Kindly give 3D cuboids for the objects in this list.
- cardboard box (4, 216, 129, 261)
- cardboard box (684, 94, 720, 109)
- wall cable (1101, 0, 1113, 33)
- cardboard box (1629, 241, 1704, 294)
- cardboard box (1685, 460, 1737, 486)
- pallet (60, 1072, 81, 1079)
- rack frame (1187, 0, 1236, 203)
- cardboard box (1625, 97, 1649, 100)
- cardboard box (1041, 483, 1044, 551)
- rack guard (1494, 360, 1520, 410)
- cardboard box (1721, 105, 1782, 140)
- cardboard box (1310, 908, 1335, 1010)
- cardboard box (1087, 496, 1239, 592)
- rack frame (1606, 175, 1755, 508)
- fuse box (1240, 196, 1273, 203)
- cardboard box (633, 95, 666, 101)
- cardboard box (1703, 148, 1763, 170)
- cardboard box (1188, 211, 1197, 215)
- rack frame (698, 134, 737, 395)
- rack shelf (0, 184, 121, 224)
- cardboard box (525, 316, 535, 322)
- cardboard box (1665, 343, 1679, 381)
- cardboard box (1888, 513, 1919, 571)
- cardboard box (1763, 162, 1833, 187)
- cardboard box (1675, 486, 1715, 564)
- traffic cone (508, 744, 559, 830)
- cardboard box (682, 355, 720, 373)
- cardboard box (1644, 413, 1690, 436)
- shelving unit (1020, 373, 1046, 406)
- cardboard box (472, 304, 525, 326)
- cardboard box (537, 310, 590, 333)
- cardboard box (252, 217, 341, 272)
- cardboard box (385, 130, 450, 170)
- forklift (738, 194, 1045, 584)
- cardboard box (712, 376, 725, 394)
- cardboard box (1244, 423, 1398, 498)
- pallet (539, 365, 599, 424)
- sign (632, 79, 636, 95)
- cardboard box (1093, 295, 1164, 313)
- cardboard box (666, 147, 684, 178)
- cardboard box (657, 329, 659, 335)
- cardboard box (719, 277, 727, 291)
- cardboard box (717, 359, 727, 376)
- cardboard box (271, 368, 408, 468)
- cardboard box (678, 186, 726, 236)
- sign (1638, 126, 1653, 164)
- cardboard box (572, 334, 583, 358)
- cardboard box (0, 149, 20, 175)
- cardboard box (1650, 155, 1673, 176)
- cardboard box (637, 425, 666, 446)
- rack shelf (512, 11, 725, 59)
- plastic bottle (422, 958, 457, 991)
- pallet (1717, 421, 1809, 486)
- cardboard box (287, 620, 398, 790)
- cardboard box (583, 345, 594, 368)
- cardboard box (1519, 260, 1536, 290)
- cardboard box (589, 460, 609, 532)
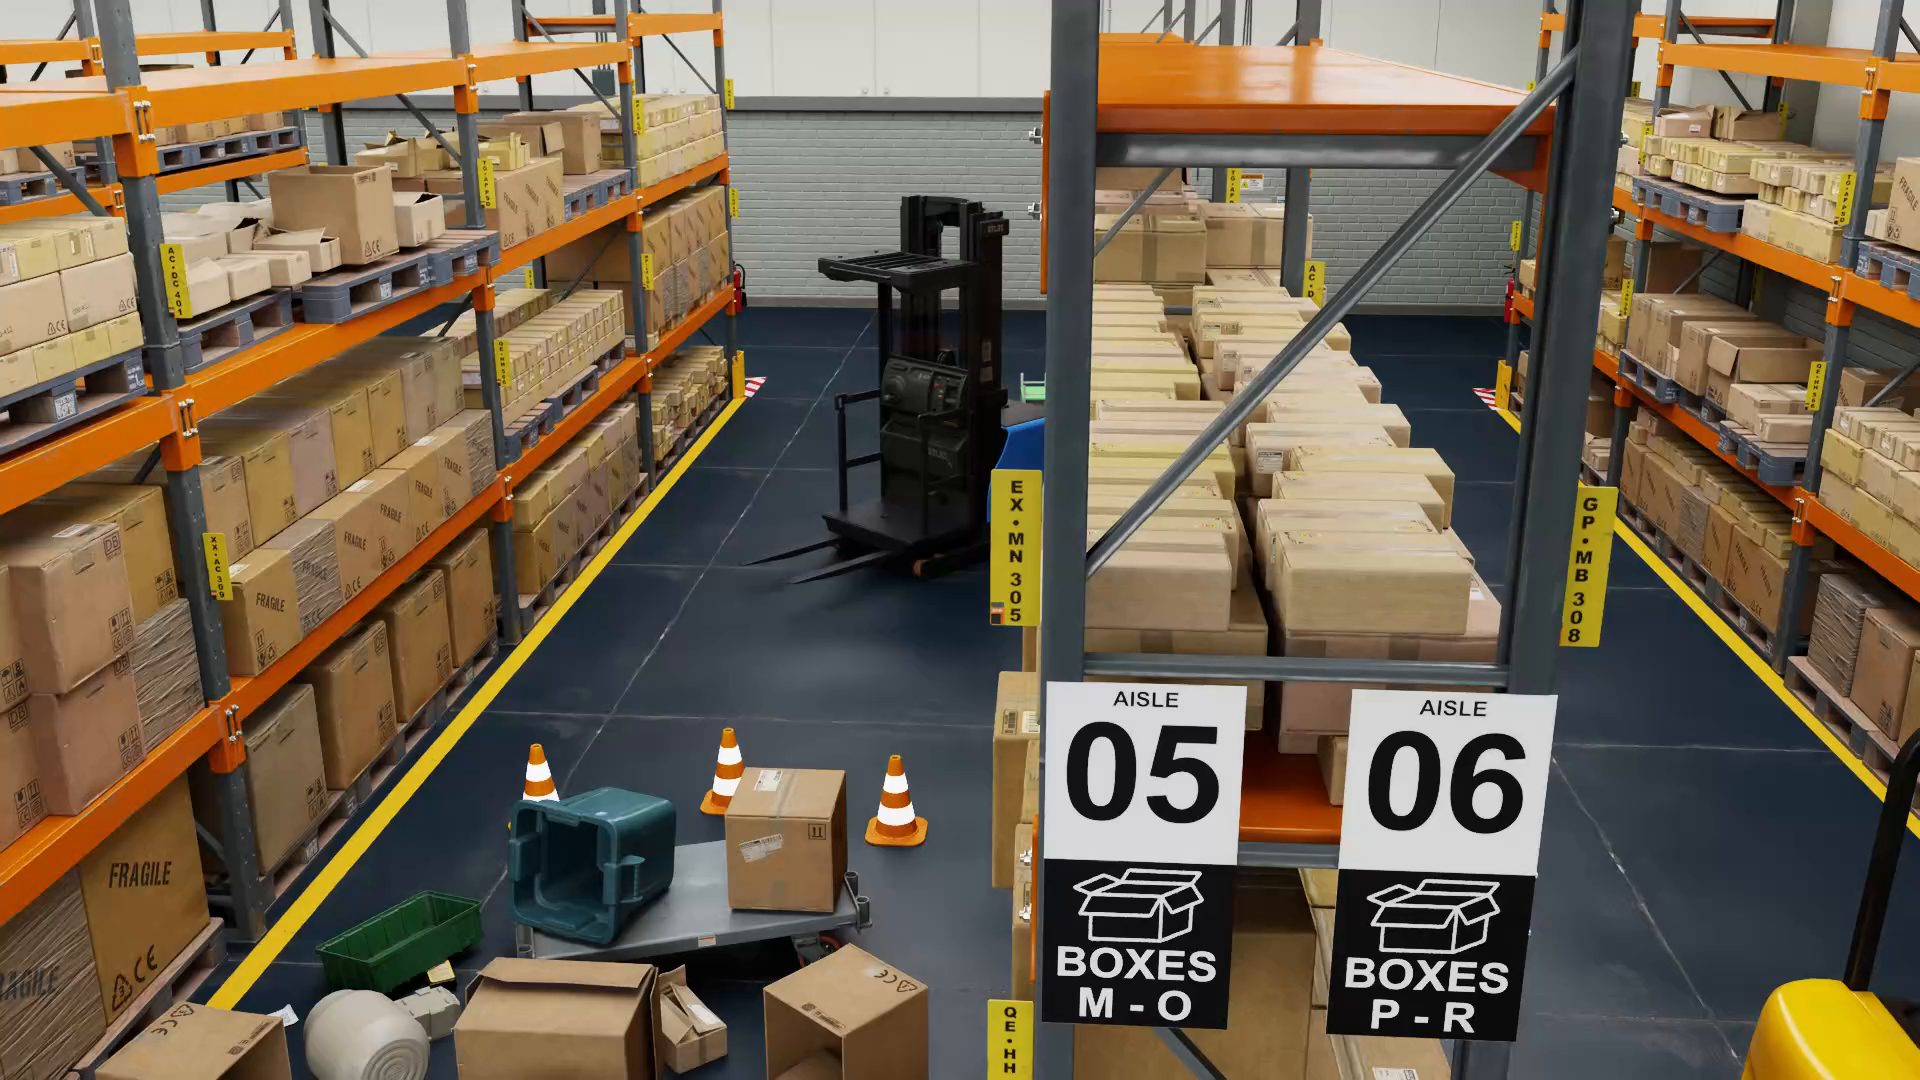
[{"bbox_3d":[-3.703,-1.250,6.893,0.380,0.149,0.250,1,18,3],"label":"cardboard box"},{"bbox_3d":[-2.865,-4.837,18.349,0.380,0.149,0.250,1,18,3],"label":"cardboard box"},{"bbox_3d":[1.937,-7.711,23.503,0.463,3.000,0.029,1,18,4],"label":"wall cable"},{"bbox_3d":[6.847,-2.618,16.154,0.500,0.500,0.500,1,18,2],"label":"cardboard box"},{"bbox_3d":[6.153,-0.543,13.560,0.380,0.149,0.250,2,18,6],"label":"cardboard box"},{"bbox_3d":[-4.212,2.500,6.453,1.003,0.211,1.213,1,18,4],"label":"pallet"},{"bbox_3d":[1.237,-3.453,10.510,1.000,3.000,0.127,1,18,4],"label":"rack frame"},{"bbox_3d":[7.008,-4.566,17.684,0.500,0.250,0.500,1,18,2],"label":"cardboard box"},{"bbox_3d":[0.501,-0.096,4.843,0.500,0.250,0.500,2,18,5],"label":"cardboard box"},{"bbox_3d":[6.756,-1.766,19.009,1.175,0.500,0.348,1,18,4],"label":"rack guard"},{"bbox_3d":[6.535,-3.447,13.733,0.396,0.266,0.258,1,18,4],"label":"cardboard box"},{"bbox_3d":[1.008,1.392,4.721,0.500,0.500,0.500,2,18,6],"label":"cardboard box"},{"bbox_3d":[0.450,0.006,3.892,0.380,0.149,0.250,2,18,5],"label":"cardboard box"},{"bbox_3d":[6.475,-1.735,14.901,1.000,3.000,0.127,1,18,4],"label":"rack frame"},{"bbox_3d":[4.276,-4.134,24.292,0.539,1.711,0.414,1,18,4],"label":"fuse box"},{"bbox_3d":[-3.421,-4.773,18.153,0.380,0.149,0.250,2,18,6],"label":"cardboard box"},{"bbox_3d":[5.992,-2.945,12.866,0.380,0.149,0.250,1,18,4],"label":"cardboard box"},{"bbox_3d":[1.156,-1.602,9.513,0.797,0.503,0.637,1,18,4],"label":"cardboard box"},{"bbox_3d":[-3.134,-3.166,19.268,1.000,3.000,0.127,1,18,4],"label":"rack frame"},{"bbox_3d":[-8.504,-2.528,13.660,1.077,0.370,4.000,1,18,4],"label":"rack shelf"},{"bbox_3d":[-3.943,-1.873,14.572,0.380,0.149,0.250,2,18,5],"label":"cardboard box"},{"bbox_3d":[5.992,-1.448,13.566,0.396,0.266,0.258,2,18,7],"label":"cardboard box"},{"bbox_3d":[5.841,0.027,9.764,0.500,0.250,0.500,1,18,2],"label":"cardboard box"},{"bbox_3d":[5.995,-2.616,11.894,0.380,0.149,0.250,1,18,3],"label":"cardboard box"},{"bbox_3d":[6.104,-0.120,13.312,0.500,0.500,0.500,1,18,2],"label":"cardboard box"},{"bbox_3d":[-2.392,1.384,9.457,0.336,0.463,0.334,1,18,4],"label":"traffic cone"},{"bbox_3d":[-2.887,-1.964,18.547,0.380,0.149,0.250,1,18,3],"label":"cardboard box"},{"bbox_3d":[6.213,-1.009,14.506,0.380,0.149,0.250,0,18,1],"label":"cardboard box"},{"bbox_3d":[0.680,-0.879,15.178,0.258,1.200,0.503,0,18,0],"label":"shelving unit"},{"bbox_3d":[-3.963,-1.931,14.272,0.380,0.149,0.250,1,18,3],"label":"cardboard box"},{"bbox_3d":[-3.334,-1.836,13.983,0.380,0.149,0.250,1,18,2],"label":"cardboard box"},{"bbox_3d":[-3.649,-1.624,9.126,0.396,0.266,0.258,1,18,4],"label":"cardboard box"},{"bbox_3d":[-3.916,-2.809,11.972,0.396,0.266,0.258,1,18,4],"label":"cardboard box"},{"bbox_3d":[-0.447,-1.254,13.544,3.031,2.935,1.130,-17,25,-42],"label":"forklift"},{"bbox_3d":[-2.881,-1.761,18.883,0.380,0.149,0.250,2,18,6],"label":"cardboard box"},{"bbox_3d":[0.988,-0.219,4.579,0.380,0.149,0.250,1,18,4],"label":"cardboard box"},{"bbox_3d":[-3.607,-1.206,13.594,1.003,0.211,1.213,1,18,4],"label":"pallet"},{"bbox_3d":[-3.675,-5.019,18.702,0.100,0.325,0.005,1,18,4],"label":"sign"},{"bbox_3d":[0.612,-0.873,6.576,0.380,0.149,0.250,2,18,6],"label":"cardboard box"},{"bbox_3d":[-3.041,-3.733,16.422,0.500,0.250,0.500,2,18,6],"label":"cardboard box"},{"bbox_3d":[-3.163,-2.051,16.268,0.380,0.149,0.250,0,18,1],"label":"cardboard box"},{"bbox_3d":[-2.876,-2.939,18.979,0.380,0.149,0.250,1,18,4],"label":"cardboard box"},{"bbox_3d":[-2.887,-1.982,19.081,0.380,0.149,0.250,1,18,2],"label":"cardboard box"},{"bbox_3d":[-3.819,-0.748,10.123,0.700,0.500,0.500,1,18,3],"label":"cardboard box"},{"bbox_3d":[-2.919,-3.682,18.600,0.500,0.500,0.500,1,18,3],"label":"cardboard box"},{"bbox_3d":[5.933,-3.416,14.383,0.100,0.325,0.005,1,18,4],"label":"sign"},{"bbox_3d":[-3.343,-1.608,13.764,0.380,0.149,0.250,1,18,4],"label":"cardboard box"},{"bbox_3d":[-8.529,-3.310,14.358,0.500,0.311,0.500,1,18,2],"label":"cardboard box"},{"bbox_3d":[6.003,-3.125,13.893,0.380,0.149,0.250,1,18,5],"label":"cardboard box"},{"bbox_3d":[-3.076,-1.015,16.131,0.380,0.149,0.250,2,18,6],"label":"cardboard box"},{"bbox_3d":[-3.278,-5.052,16.551,1.077,0.370,4.000,1,18,4],"label":"rack shelf"},{"bbox_3d":[-2.509,2.077,7.987,0.133,0.061,0.283,-9,20,-25],"label":"plastic bottle"},{"bbox_3d":[6.167,-0.614,11.787,1.213,0.211,1.003,1,18,4],"label":"pallet"},{"bbox_3d":[-3.967,0.936,9.688,1.050,0.750,0.750,1,18,4],"label":"cardboard box"},{"bbox_3d":[-3.322,-1.554,14.077,0.380,0.149,0.250,1,18,2],"label":"cardboard box"},{"bbox_3d":[6.460,-2.913,18.257,0.500,0.250,0.500,1,18,4],"label":"cardboard box"},{"bbox_3d":[-3.301,-0.381,14.110,0.500,0.500,0.500,1,18,3],"label":"cardboard box"}]
